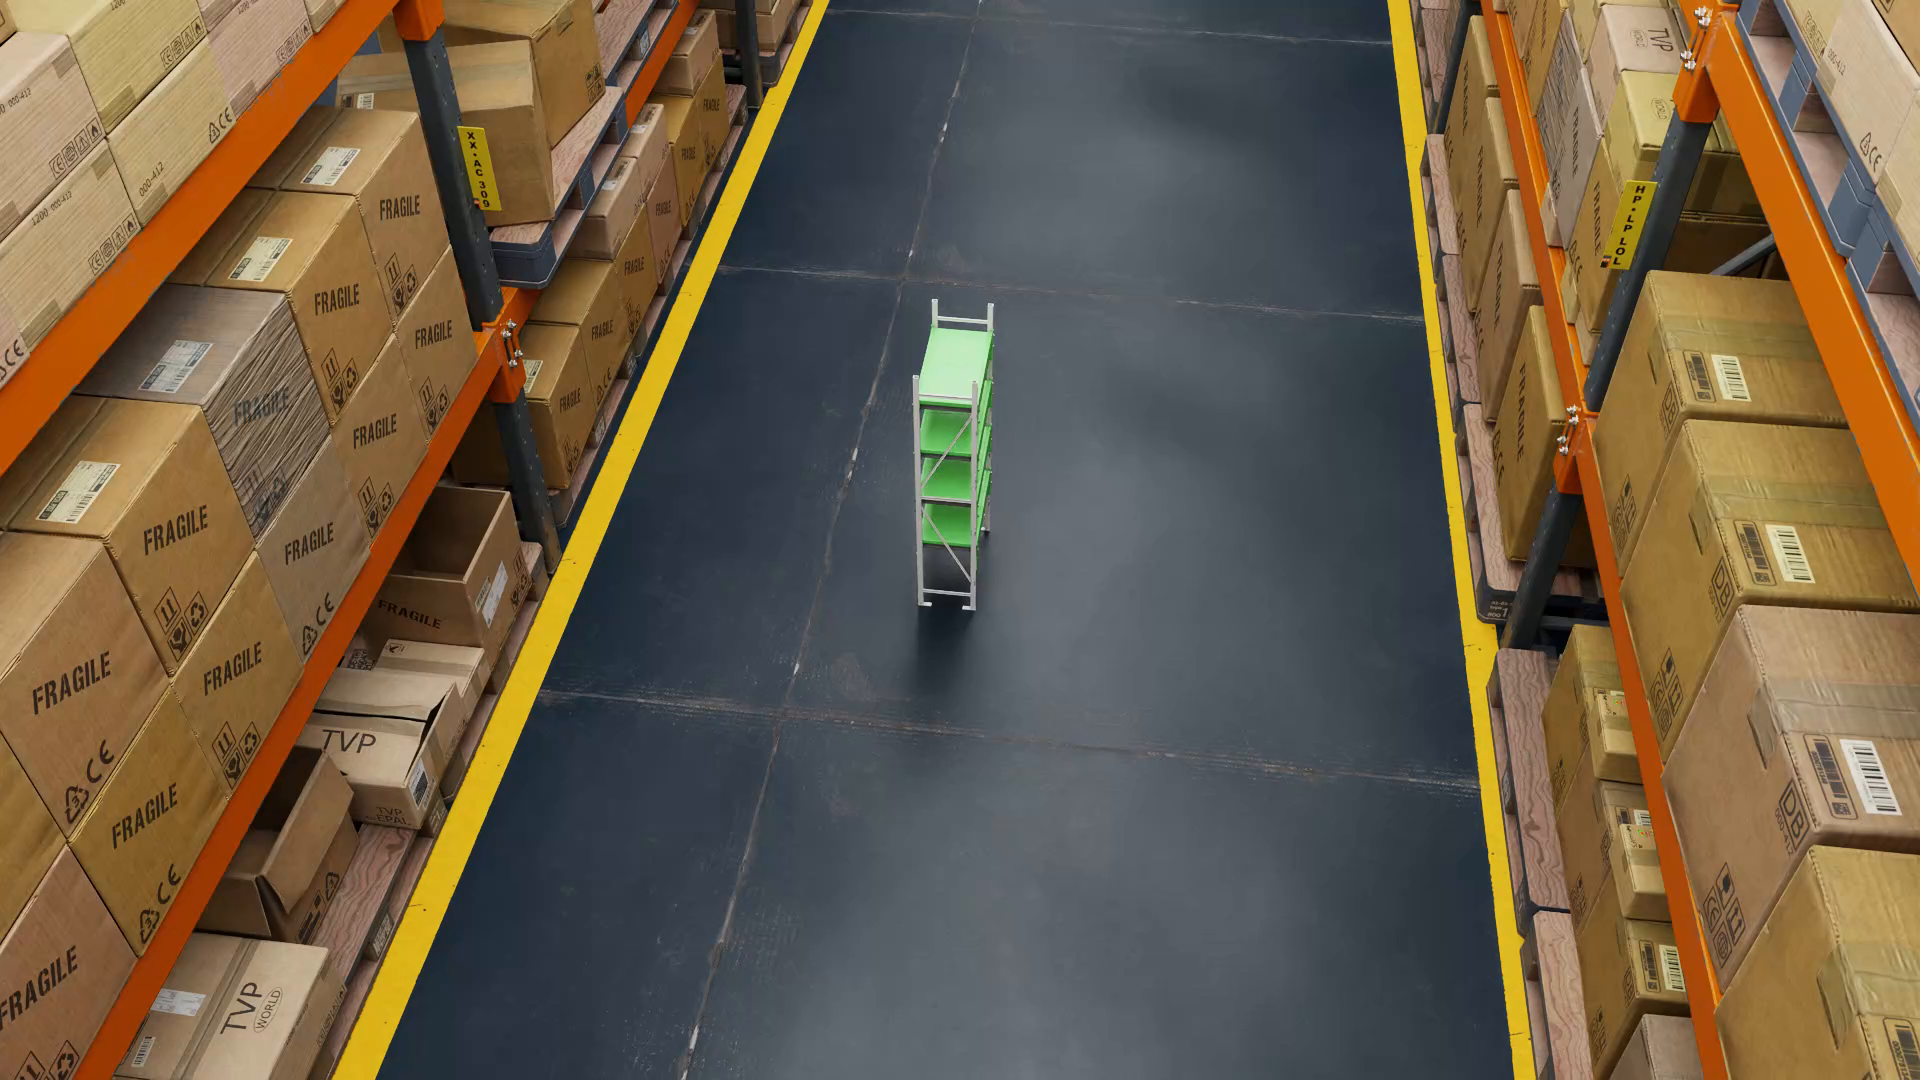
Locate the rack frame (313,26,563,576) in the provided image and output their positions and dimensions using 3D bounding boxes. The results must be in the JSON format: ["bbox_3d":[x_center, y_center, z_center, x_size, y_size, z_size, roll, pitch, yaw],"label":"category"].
[{"bbox_3d":[-2.219,-1.024,6.150,1.000,3.000,0.127,5,44,6],"label":"rack frame"}]

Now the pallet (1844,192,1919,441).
[{"bbox_3d":[2.410,-0.247,3.213,1.003,0.211,1.213,5,44,6],"label":"pallet"}]

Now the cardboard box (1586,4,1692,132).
[{"bbox_3d":[2.577,-1.689,6.003,0.500,0.250,0.500,6,44,6],"label":"cardboard box"}]

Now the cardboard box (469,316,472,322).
[{"bbox_3d":[-2.364,-0.974,7.596,0.500,0.500,0.500,5,44,6],"label":"cardboard box"}]

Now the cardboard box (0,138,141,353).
[{"bbox_3d":[-2.225,-0.681,3.715,0.500,0.250,0.500,5,44,6],"label":"cardboard box"}]

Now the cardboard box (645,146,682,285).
[{"bbox_3d":[-1.713,-1.632,8.290,0.500,0.500,0.500,4,44,4],"label":"cardboard box"}]

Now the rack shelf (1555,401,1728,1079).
[{"bbox_3d":[2.427,1.048,4.485,1.077,0.370,4.000,5,44,6],"label":"rack shelf"}]

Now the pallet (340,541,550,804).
[{"bbox_3d":[-2.311,0.457,6.614,1.003,0.211,1.213,5,44,6],"label":"pallet"}]

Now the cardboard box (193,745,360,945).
[{"bbox_3d":[-2.462,1.004,5.504,0.797,0.503,0.637,5,44,6],"label":"cardboard box"}]

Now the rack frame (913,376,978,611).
[{"bbox_3d":[-0.054,-0.157,6.543,0.240,1.200,0.015,5,44,6],"label":"rack frame"}]

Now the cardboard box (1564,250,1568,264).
[{"bbox_3d":[2.545,-1.095,6.393,0.380,0.149,0.250,7,44,7],"label":"cardboard box"}]

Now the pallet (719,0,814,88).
[{"bbox_3d":[-1.543,-3.295,10.576,1.003,0.211,1.213,5,44,6],"label":"pallet"}]

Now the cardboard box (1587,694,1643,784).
[{"bbox_3d":[2.265,0.661,5.411,0.380,0.149,0.250,7,44,7],"label":"cardboard box"}]

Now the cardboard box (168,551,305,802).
[{"bbox_3d":[-2.228,0.353,4.623,0.500,0.500,0.500,6,44,6],"label":"cardboard box"}]

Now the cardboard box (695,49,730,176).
[{"bbox_3d":[-1.581,-2.343,9.041,0.500,0.500,0.500,7,44,7],"label":"cardboard box"}]

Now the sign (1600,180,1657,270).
[{"bbox_3d":[2.153,-1.011,5.351,0.100,0.325,0.005,5,44,6],"label":"sign"}]

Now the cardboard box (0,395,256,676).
[{"bbox_3d":[-2.229,-0.019,4.289,0.500,0.500,0.500,5,44,5],"label":"cardboard box"}]

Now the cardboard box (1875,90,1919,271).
[{"bbox_3d":[2.197,-0.656,3.311,0.500,0.250,0.500,4,44,4],"label":"cardboard box"}]

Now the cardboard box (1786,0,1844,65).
[{"bbox_3d":[2.339,-1.353,4.046,0.500,0.250,0.500,5,44,5],"label":"cardboard box"}]

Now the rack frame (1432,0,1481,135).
[{"bbox_3d":[3.221,-3.302,8.556,1.000,3.000,0.127,5,44,6],"label":"rack frame"}]

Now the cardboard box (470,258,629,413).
[{"bbox_3d":[-1.854,-0.948,7.568,0.500,0.500,0.500,6,44,6],"label":"cardboard box"}]

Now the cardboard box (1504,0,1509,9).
[{"bbox_3d":[2.824,-2.790,7.711,0.500,0.500,0.500,7,44,7],"label":"cardboard box"}]

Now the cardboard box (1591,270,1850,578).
[{"bbox_3d":[2.604,-0.317,5.185,0.980,0.700,0.700,6,44,6],"label":"cardboard box"}]

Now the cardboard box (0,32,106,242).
[{"bbox_3d":[-2.219,-0.862,3.543,0.500,0.250,0.500,5,44,6],"label":"cardboard box"}]

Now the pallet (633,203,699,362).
[{"bbox_3d":[-1.990,-1.403,8.578,1.003,0.211,1.213,5,44,6],"label":"pallet"}]

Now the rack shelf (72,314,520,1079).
[{"bbox_3d":[-2.483,0.600,4.958,1.077,0.370,4.000,5,44,6],"label":"rack shelf"}]

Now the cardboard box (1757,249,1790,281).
[{"bbox_3d":[3.002,-1.018,5.840,0.500,0.500,0.500,4,44,4],"label":"cardboard box"}]

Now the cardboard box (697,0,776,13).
[{"bbox_3d":[-1.330,-3.438,9.986,0.500,0.311,0.500,7,44,7],"label":"cardboard box"}]

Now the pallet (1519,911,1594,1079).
[{"bbox_3d":[2.355,1.781,5.215,1.003,0.211,1.213,5,44,6],"label":"pallet"}]

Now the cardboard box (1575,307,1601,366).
[{"bbox_3d":[2.456,-0.748,6.027,0.380,0.149,0.250,6,44,6],"label":"cardboard box"}]

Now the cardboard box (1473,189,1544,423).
[{"bbox_3d":[2.764,-1.009,7.392,0.750,0.750,0.750,6,44,7],"label":"cardboard box"}]

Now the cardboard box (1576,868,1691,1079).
[{"bbox_3d":[2.352,1.371,5.133,0.700,0.500,0.500,6,44,6],"label":"cardboard box"}]

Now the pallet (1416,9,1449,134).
[{"bbox_3d":[3.325,-2.822,10.077,1.003,0.211,1.213,5,44,6],"label":"pallet"}]

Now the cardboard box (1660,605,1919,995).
[{"bbox_3d":[2.416,0.677,4.135,0.980,0.700,0.700,3,44,3],"label":"cardboard box"}]

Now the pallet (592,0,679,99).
[{"bbox_3d":[-1.943,-2.354,7.695,1.003,0.211,1.213,5,44,6],"label":"pallet"}]

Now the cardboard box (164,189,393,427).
[{"bbox_3d":[-2.094,-0.706,5.014,0.500,0.500,0.500,4,44,5],"label":"cardboard box"}]

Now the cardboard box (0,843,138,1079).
[{"bbox_3d":[-2.365,1.035,3.902,0.500,0.500,0.500,5,44,5],"label":"cardboard box"}]

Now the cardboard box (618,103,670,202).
[{"bbox_3d":[-1.715,-1.879,8.006,0.500,0.250,0.500,4,44,5],"label":"cardboard box"}]

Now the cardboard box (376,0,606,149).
[{"bbox_3d":[-1.906,-1.990,6.791,0.700,0.500,0.500,12,45,12],"label":"cardboard box"}]

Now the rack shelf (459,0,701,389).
[{"bbox_3d":[-1.954,-2.126,7.837,1.077,0.370,4.000,5,44,6],"label":"rack shelf"}]

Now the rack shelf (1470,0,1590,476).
[{"bbox_3d":[2.956,-1.678,7.364,1.077,0.370,4.000,5,44,6],"label":"rack shelf"}]

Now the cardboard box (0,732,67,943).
[{"bbox_3d":[-2.366,0.667,3.564,0.500,0.500,0.500,6,44,6],"label":"cardboard box"}]

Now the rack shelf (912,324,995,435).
[{"bbox_3d":[-0.022,-0.625,6.432,0.258,0.148,0.480,5,44,6],"label":"rack shelf"}]

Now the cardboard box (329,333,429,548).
[{"bbox_3d":[-2.097,-0.345,5.360,0.500,0.500,0.500,6,44,7],"label":"cardboard box"}]

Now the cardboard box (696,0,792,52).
[{"bbox_3d":[-1.330,-3.234,10.179,0.500,0.250,0.500,5,44,5],"label":"cardboard box"}]

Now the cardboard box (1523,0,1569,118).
[{"bbox_3d":[2.697,-2.096,6.979,0.500,0.500,0.500,6,44,7],"label":"cardboard box"}]

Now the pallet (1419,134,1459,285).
[{"bbox_3d":[3.042,-1.759,8.954,1.003,0.211,1.213,5,44,6],"label":"pallet"}]

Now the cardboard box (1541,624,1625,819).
[{"bbox_3d":[2.491,0.679,5.863,0.700,0.500,0.500,6,44,6],"label":"cardboard box"}]

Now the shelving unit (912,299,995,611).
[{"bbox_3d":[-0.022,-0.323,6.718,0.258,1.200,0.503,5,44,6],"label":"shelving unit"}]

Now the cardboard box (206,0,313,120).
[{"bbox_3d":[-2.096,-1.363,4.436,0.500,0.250,0.500,5,44,6],"label":"cardboard box"}]

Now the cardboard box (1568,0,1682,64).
[{"bbox_3d":[2.645,-2.037,6.370,0.500,0.250,0.500,6,44,6],"label":"cardboard box"}]

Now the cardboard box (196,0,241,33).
[{"bbox_3d":[-2.083,-1.544,4.262,0.500,0.250,0.500,5,44,6],"label":"cardboard box"}]

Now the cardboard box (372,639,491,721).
[{"bbox_3d":[-2.003,0.527,6.266,0.380,0.149,0.250,5,44,6],"label":"cardboard box"}]

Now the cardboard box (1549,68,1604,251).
[{"bbox_3d":[2.561,-1.414,6.258,0.500,0.500,0.500,6,44,6],"label":"cardboard box"}]

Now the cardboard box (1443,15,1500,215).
[{"bbox_3d":[2.993,-2.185,8.634,0.750,0.750,0.750,5,44,5],"label":"cardboard box"}]

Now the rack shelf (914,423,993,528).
[{"bbox_3d":[-0.022,-0.276,6.762,0.258,0.148,0.480,5,44,6],"label":"rack shelf"}]

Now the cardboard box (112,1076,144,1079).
[{"bbox_3d":[-2.328,1.855,4.789,0.500,0.250,0.500,5,44,6],"label":"cardboard box"}]
